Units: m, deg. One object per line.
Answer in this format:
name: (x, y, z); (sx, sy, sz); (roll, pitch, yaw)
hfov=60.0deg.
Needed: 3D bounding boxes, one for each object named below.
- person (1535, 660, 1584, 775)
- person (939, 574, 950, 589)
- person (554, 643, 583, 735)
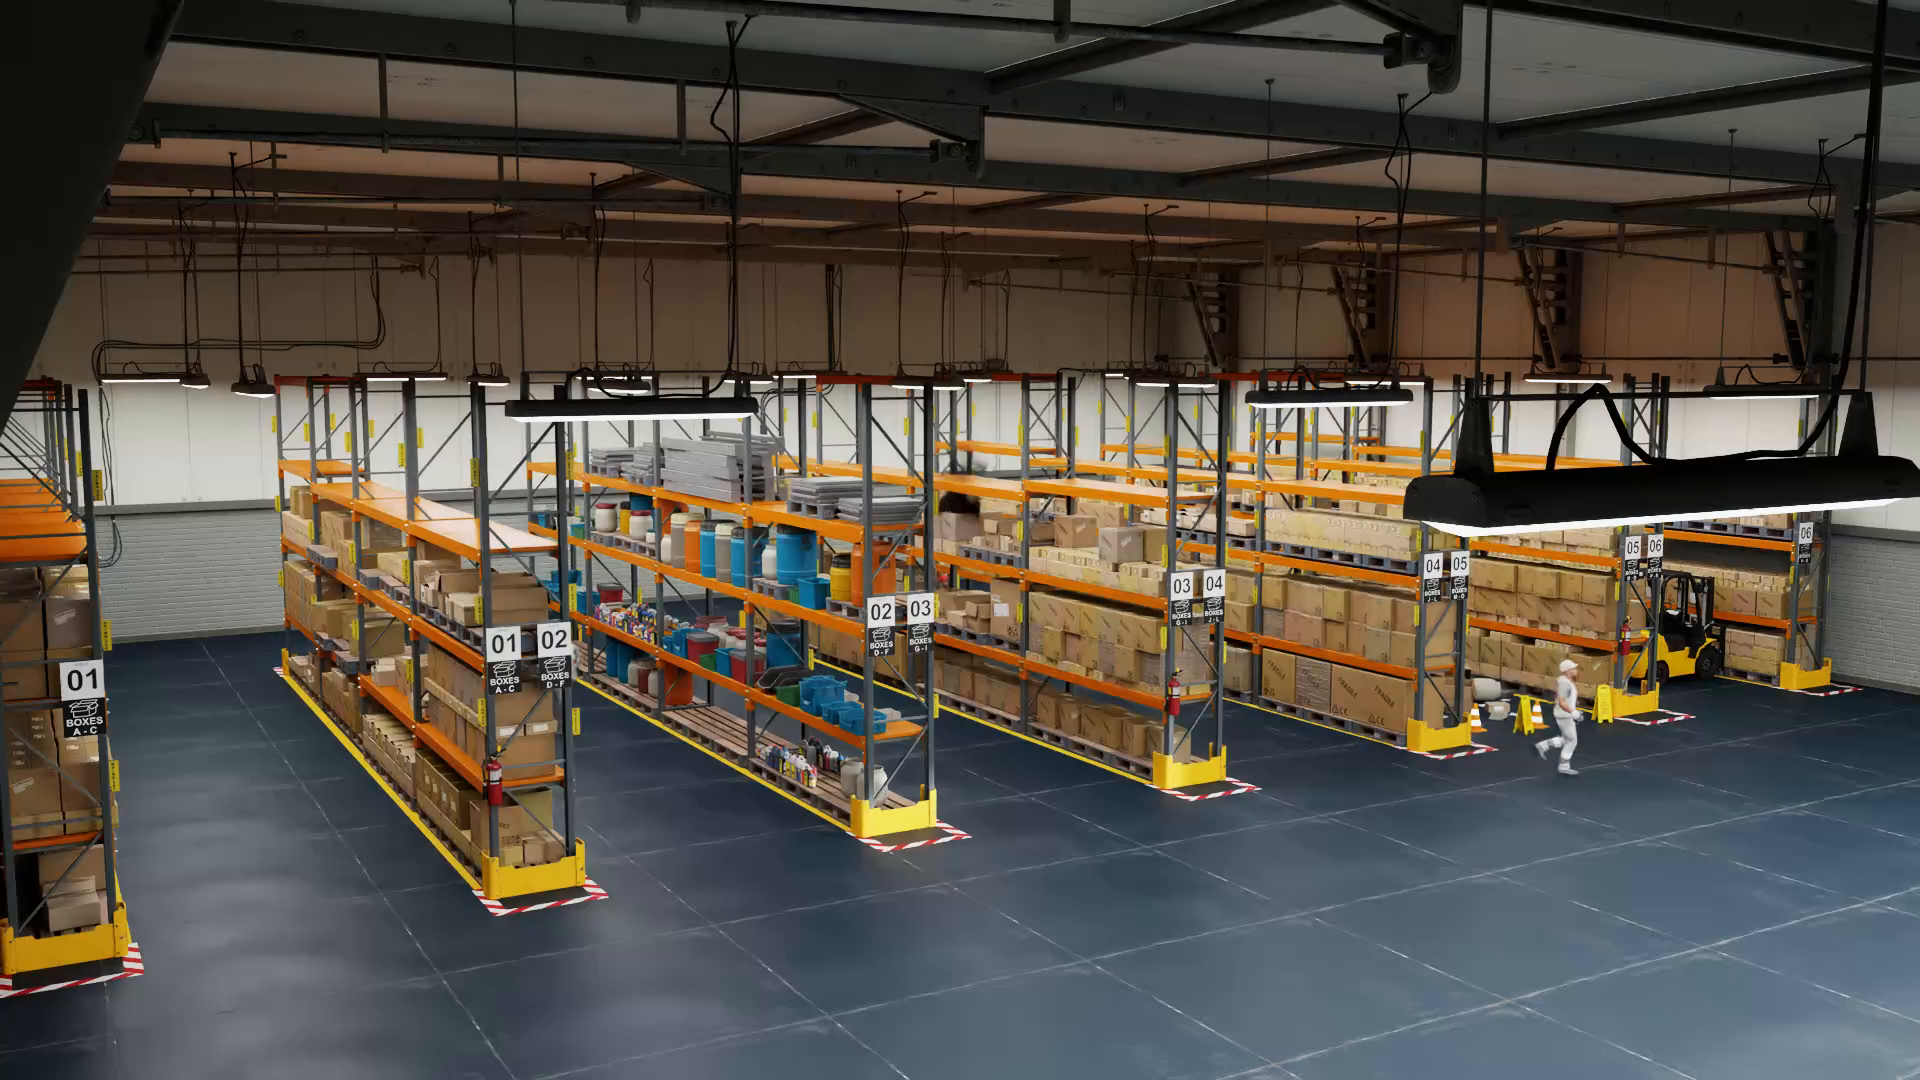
person: (9.151, 2.691, 25.374); (0.690, 1.764, 0.675); (2, 7, 19)
person: (-0.318, 1.637, 34.819); (0.645, 1.841, 0.767); (-5, 8, -37)
person: (-6.720, 2.378, 28.243); (0.628, 1.843, 0.781); (-4, 7, -32)
